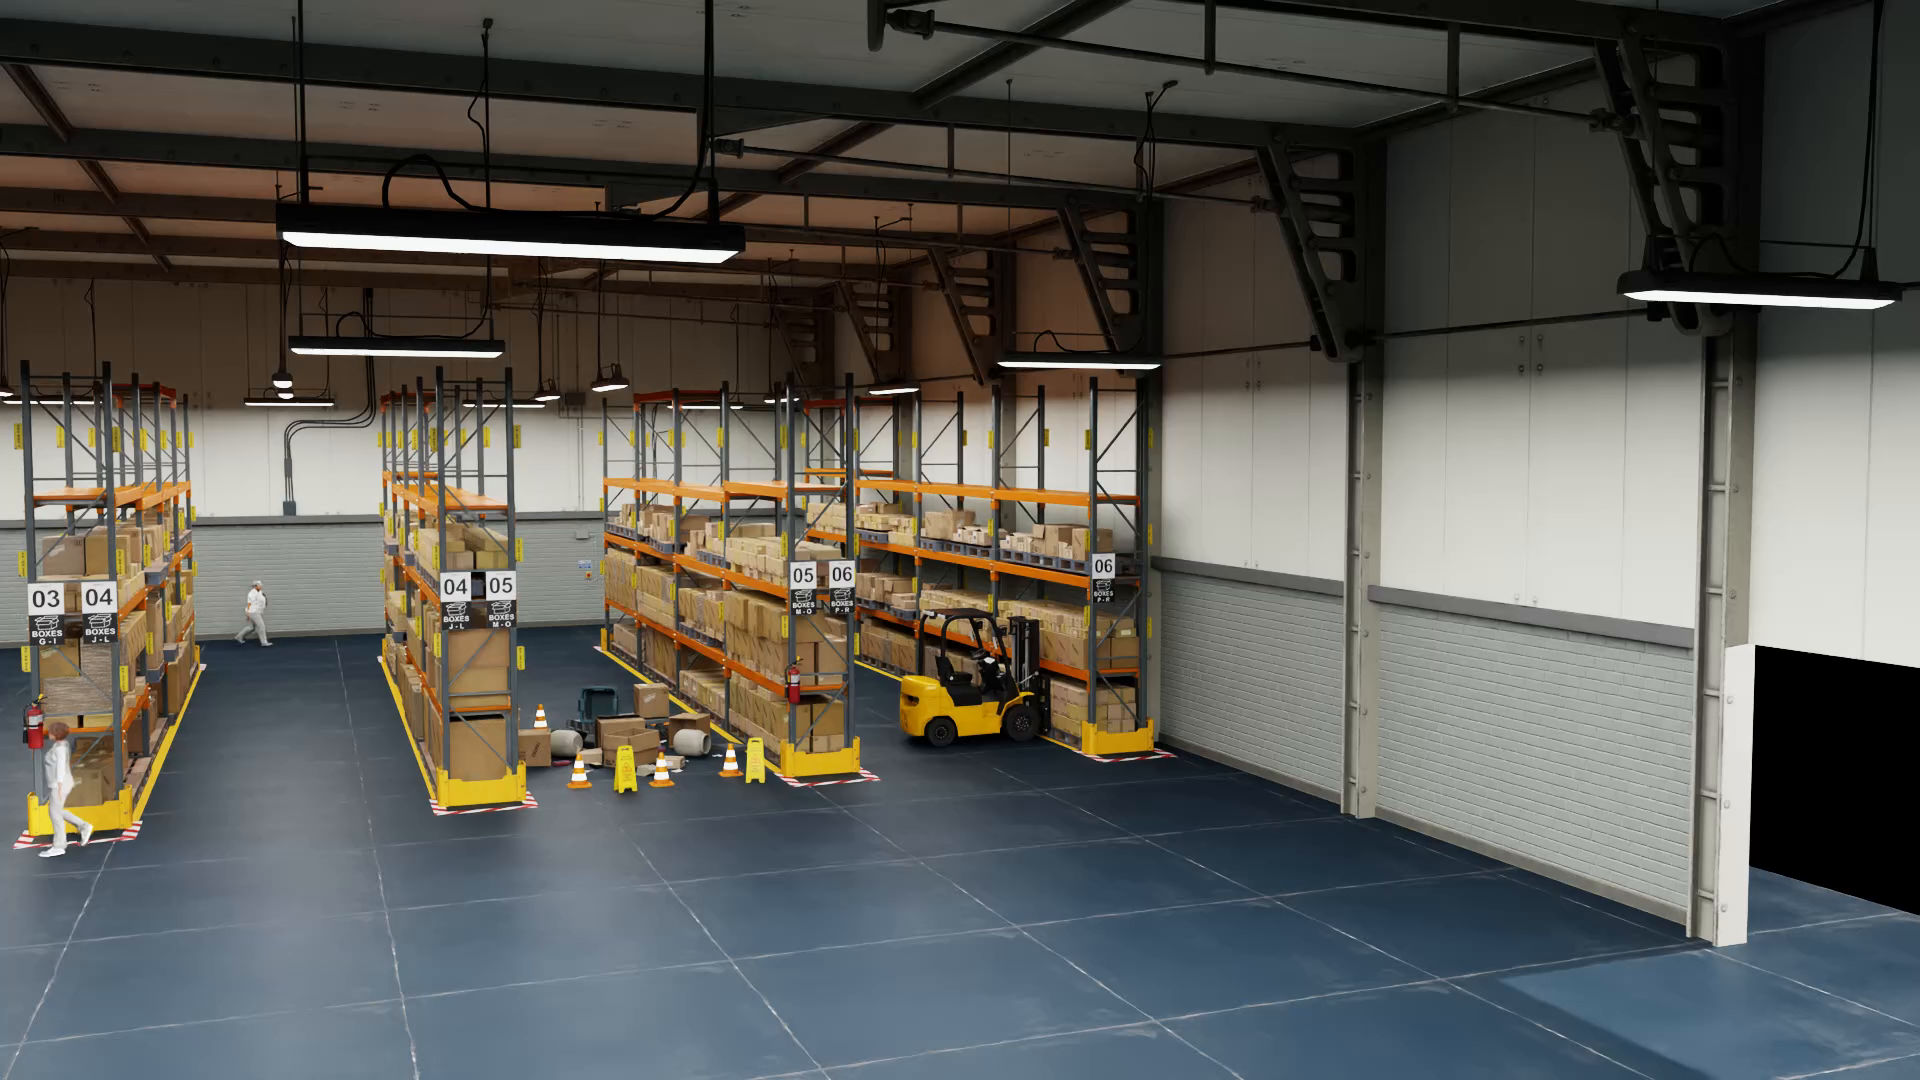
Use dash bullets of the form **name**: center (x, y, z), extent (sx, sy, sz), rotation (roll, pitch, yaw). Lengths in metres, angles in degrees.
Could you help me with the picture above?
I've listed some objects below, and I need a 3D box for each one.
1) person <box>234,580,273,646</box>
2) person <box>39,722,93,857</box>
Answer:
- **person**: center (-17.125, 1.768, 40.325), extent (1.006, 1.606, 0.491), rotation (0, 3, 0)
- **person**: center (-10.808, 2.985, 20.078), extent (0.567, 1.599, 0.409), rotation (-2, 4, -25)
